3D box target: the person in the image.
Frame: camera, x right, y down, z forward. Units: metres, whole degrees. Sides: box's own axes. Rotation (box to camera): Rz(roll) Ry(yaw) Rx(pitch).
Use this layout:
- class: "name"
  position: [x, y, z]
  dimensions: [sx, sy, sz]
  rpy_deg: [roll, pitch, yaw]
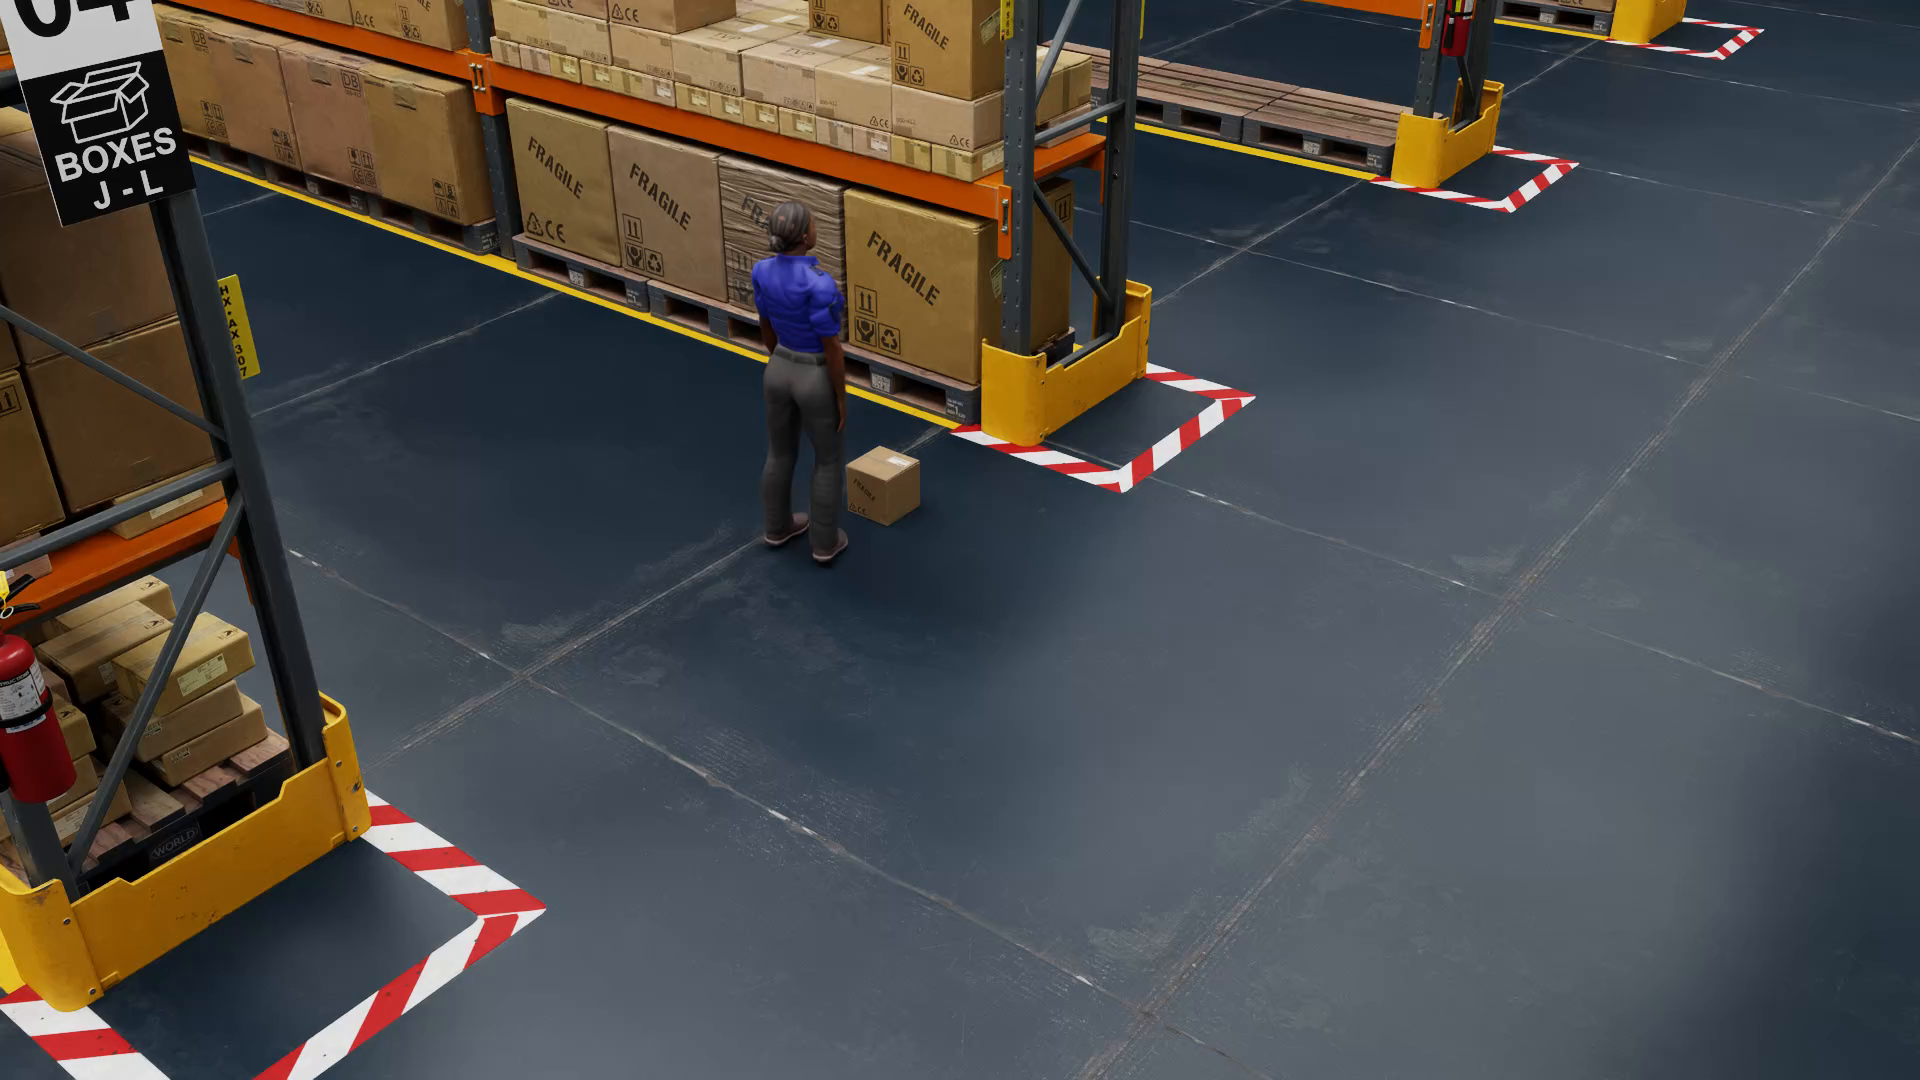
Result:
- class: "person"
  position: [-0.650, -0.686, 7.247]
  dimensions: [0.479, 1.671, 0.367]
  rpy_deg: [18, 35, 27]
